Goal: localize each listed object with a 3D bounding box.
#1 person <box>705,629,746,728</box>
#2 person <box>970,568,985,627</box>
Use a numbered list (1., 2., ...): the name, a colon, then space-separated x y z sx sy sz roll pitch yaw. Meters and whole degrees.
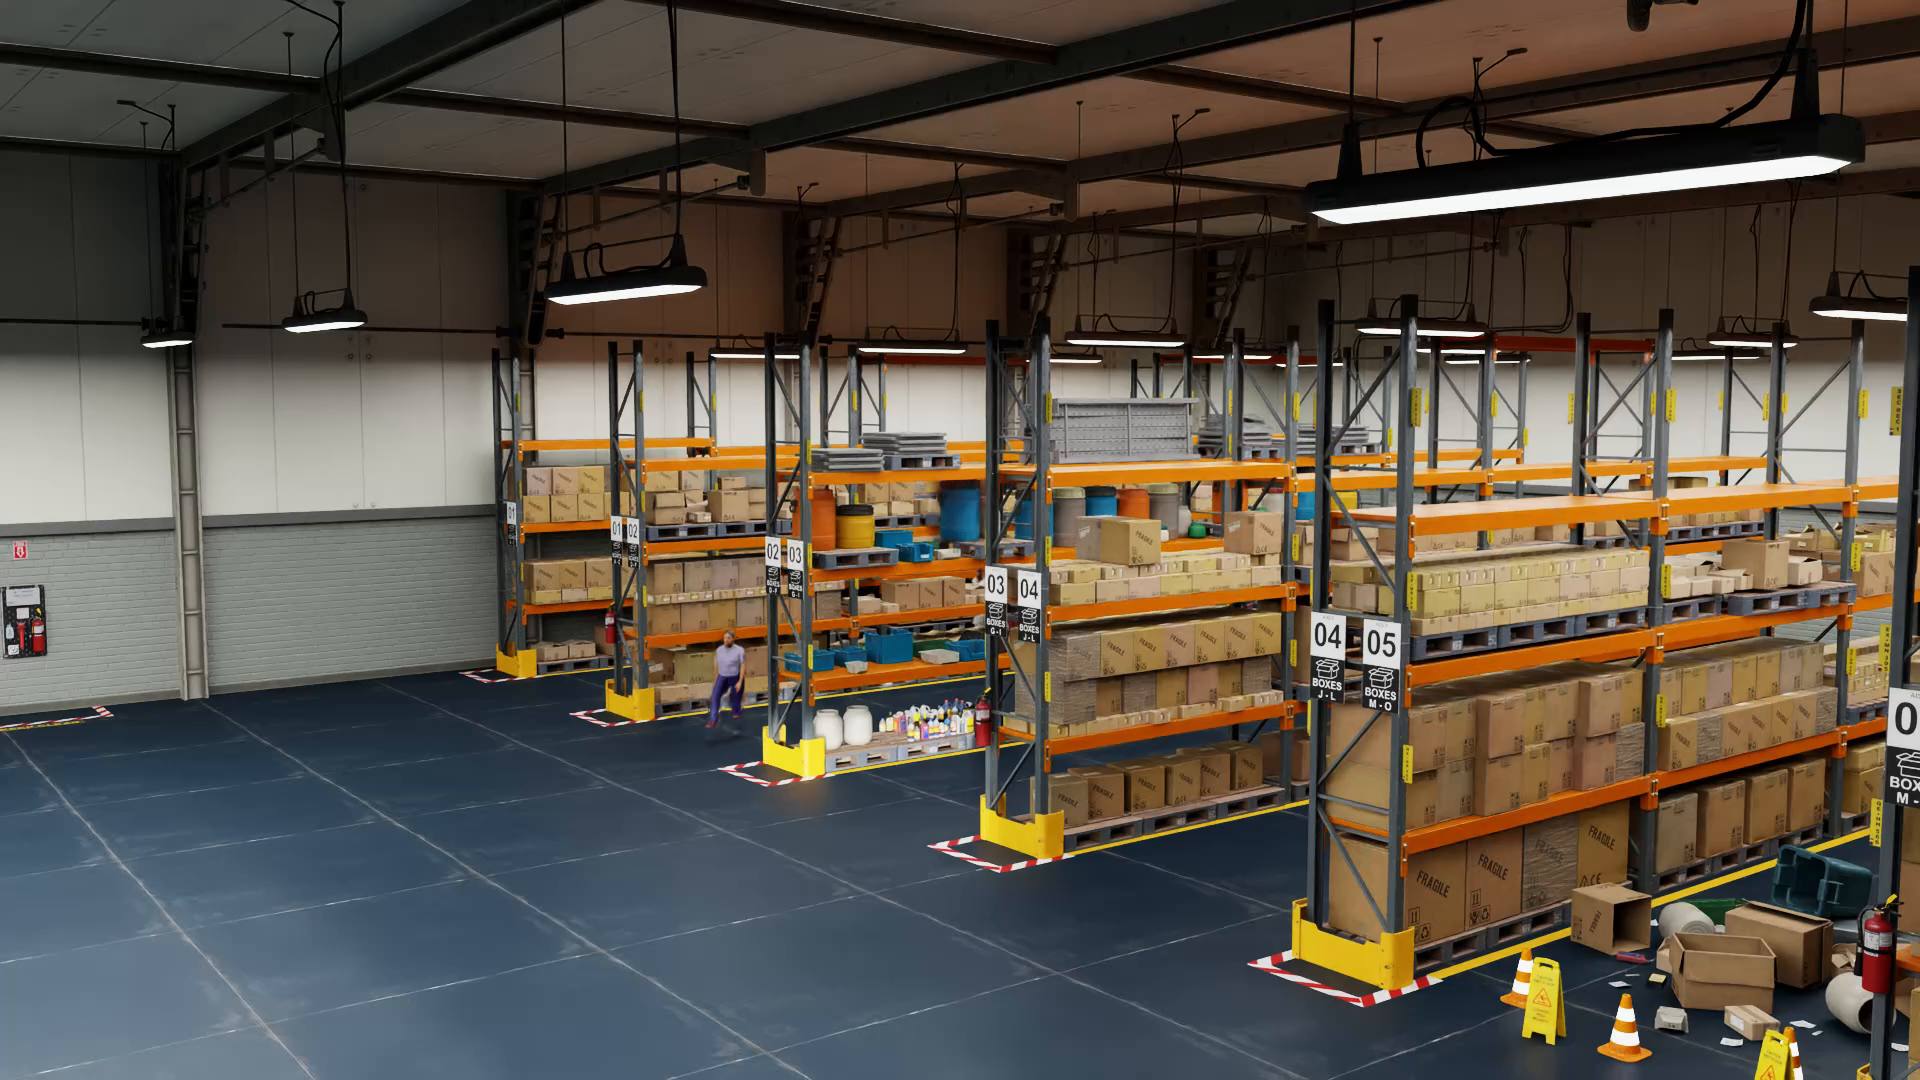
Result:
1. person: -3.465 2.049 24.761 0.547 1.423 1.077 0 5 0
2. person: 0.349 1.339 33.472 1.068 1.725 0.527 -3 6 -34
